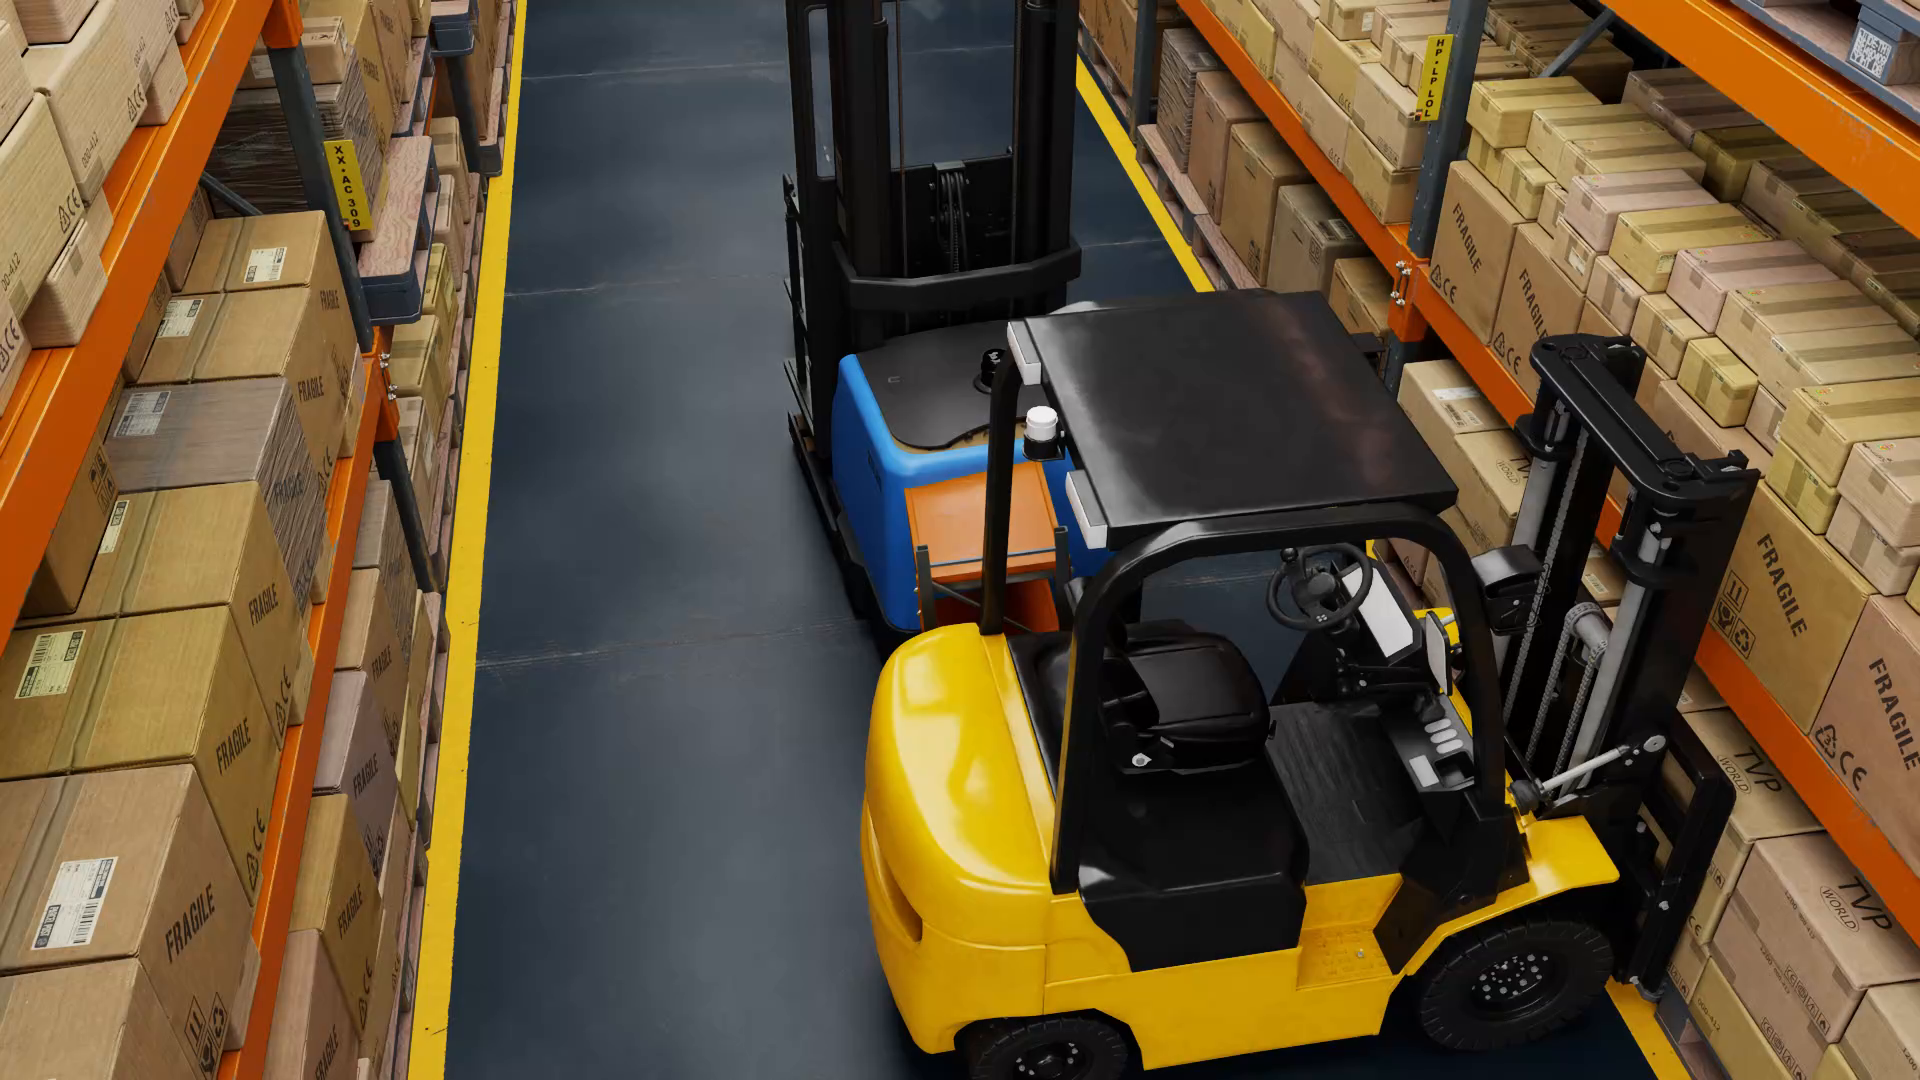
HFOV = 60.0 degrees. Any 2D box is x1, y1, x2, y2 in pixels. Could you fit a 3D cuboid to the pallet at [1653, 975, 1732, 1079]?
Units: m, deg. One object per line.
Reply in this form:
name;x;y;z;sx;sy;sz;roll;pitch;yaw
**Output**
pallet;2.800;1.727;4.855;1.003;0.211;1.213;-6;38;-8

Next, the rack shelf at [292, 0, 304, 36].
rack shelf;-2.963;-2.905;6.686;1.077;0.370;4.000;-6;38;-8

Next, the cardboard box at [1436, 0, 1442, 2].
cardboard box;2.301;-2.488;7.397;0.380;0.149;0.250;-6;38;-8

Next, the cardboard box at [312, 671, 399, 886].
cardboard box;-2.063;0.771;5.101;0.500;0.500;0.500;-4;38;-6

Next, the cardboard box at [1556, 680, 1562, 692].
cardboard box;2.310;0.629;5.487;0.500;0.250;0.500;-6;38;-8

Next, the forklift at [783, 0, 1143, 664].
forklift;-0.172;-1.528;6.828;1.130;2.935;3.031;-10;39;-13

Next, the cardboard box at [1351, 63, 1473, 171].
cardboard box;1.936;-1.740;6.760;0.500;0.250;0.500;-7;38;-9

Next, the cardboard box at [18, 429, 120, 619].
cardboard box;-2.438;-0.137;3.843;0.700;0.500;0.500;-6;38;-8

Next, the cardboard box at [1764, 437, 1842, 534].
cardboard box;2.390;-0.164;4.406;0.380;0.149;0.250;-6;38;-8

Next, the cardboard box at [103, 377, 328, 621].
cardboard box;-2.097;-0.089;4.596;0.500;0.500;0.500;-5;38;-7

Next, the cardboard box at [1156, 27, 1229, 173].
cardboard box;1.669;-2.599;9.744;0.875;0.625;0.625;-5;38;-7

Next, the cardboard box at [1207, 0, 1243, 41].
cardboard box;1.590;-2.781;8.507;0.500;0.250;0.500;-7;38;-9

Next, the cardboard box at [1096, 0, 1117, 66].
cardboard box;1.210;-3.463;10.958;0.500;0.500;0.500;-7;38;-9

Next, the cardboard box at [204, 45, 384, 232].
cardboard box;-2.412;-1.434;5.984;0.500;0.500;0.500;-5;38;-7

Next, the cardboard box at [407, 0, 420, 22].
cardboard box;-2.769;-2.675;7.582;0.500;0.500;0.500;-9;39;-11

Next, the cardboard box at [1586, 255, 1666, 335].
cardboard box;2.206;-0.782;5.201;0.380;0.149;0.250;-7;38;-8

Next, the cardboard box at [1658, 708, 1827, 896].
cardboard box;2.394;0.752;4.921;0.500;0.250;0.500;-6;38;-7

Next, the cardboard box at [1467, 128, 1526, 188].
cardboard box;2.071;-1.408;6.007;0.380;0.149;0.250;-7;38;-9

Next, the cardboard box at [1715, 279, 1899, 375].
cardboard box;2.403;-0.603;4.729;0.380;0.149;0.250;-6;38;-8

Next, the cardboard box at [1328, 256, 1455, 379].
cardboard box;2.172;-0.875;7.525;0.875;0.625;0.625;-5;38;-6

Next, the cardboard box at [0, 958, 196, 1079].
cardboard box;-1.721;1.146;3.006;0.500;0.500;0.500;-7;38;-9

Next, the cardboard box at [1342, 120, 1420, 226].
cardboard box;1.928;-1.550;6.922;0.500;0.250;0.500;-5;38;-7

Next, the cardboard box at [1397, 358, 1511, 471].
cardboard box;2.050;-0.482;6.509;0.500;0.250;0.500;-7;38;-9

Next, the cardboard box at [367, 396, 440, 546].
cardboard box;-2.706;-0.242;6.915;0.950;0.372;0.625;-6;38;-7

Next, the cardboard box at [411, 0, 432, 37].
cardboard box;-2.719;-2.488;7.870;0.380;0.149;0.250;-6;38;-7

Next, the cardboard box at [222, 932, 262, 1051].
cardboard box;-1.791;1.013;3.706;0.380;0.149;0.250;-6;38;-7

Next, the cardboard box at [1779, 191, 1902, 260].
cardboard box;2.822;-0.968;5.198;0.380;0.149;0.250;-7;38;-9

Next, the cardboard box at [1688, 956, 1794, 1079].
cardboard box;2.504;1.452;4.835;0.500;0.250;0.500;-6;38;-8

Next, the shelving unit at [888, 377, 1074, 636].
shelving unit;0.083;0.123;6.143;0.538;1.125;1.048;-8;39;-3

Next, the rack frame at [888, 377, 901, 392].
rack frame;0.023;-0.188;6.540;0.500;1.125;0.032;-8;39;-3

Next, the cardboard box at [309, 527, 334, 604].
cardboard box;-2.074;0.077;4.911;0.380;0.149;0.250;-7;38;-9

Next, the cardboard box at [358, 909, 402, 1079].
cardboard box;-1.970;1.385;4.921;0.500;0.250;0.500;-4;38;-5

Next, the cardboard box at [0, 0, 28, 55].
cardboard box;-2.008;-0.940;3.125;0.380;0.149;0.250;-5;38;-7

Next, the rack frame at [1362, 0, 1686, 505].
rack frame;2.274;-1.333;6.521;1.000;3.000;0.127;-6;38;-8

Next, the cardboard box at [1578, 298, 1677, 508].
cardboard box;2.292;-0.458;5.313;0.500;0.500;0.500;-7;38;-8

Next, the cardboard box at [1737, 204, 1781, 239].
cardboard box;2.783;-1.002;5.484;0.380;0.149;0.250;-6;38;-8

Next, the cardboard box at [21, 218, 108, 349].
cardboard box;-1.880;-0.481;3.185;0.380;0.149;0.250;-6;38;-7

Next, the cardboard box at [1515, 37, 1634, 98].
cardboard box;2.424;-1.864;6.594;0.380;0.149;0.250;-7;38;-9

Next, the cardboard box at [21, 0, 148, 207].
cardboard box;-2.001;-0.882;3.375;0.500;0.250;0.500;-5;38;-7

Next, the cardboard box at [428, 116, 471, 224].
cardboard box;-3.224;-1.999;9.177;0.950;0.372;0.625;-9;39;-11

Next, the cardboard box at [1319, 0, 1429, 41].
cardboard box;1.765;-2.263;7.108;0.380;0.149;0.250;-7;38;-9

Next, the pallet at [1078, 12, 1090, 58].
pallet;1.269;-3.838;12.018;1.003;0.211;1.213;-6;38;-8

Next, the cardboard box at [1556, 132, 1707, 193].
cardboard box;2.226;-1.220;5.523;0.380;0.149;0.250;-7;38;-9

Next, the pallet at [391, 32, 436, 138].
pallet;-2.926;-1.946;7.466;1.003;0.211;1.213;-6;38;-8

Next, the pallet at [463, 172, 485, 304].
pallet;-3.178;-1.640;9.188;1.003;0.211;1.213;-6;38;-8

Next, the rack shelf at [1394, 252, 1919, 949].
rack shelf;2.625;0.159;5.187;1.077;0.370;4.000;-6;38;-8

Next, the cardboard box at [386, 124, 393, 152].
cardboard box;-2.562;-1.706;6.863;0.380;0.149;0.250;-6;38;-7

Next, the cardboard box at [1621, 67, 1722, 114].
cardboard box;2.628;-1.586;5.994;0.380;0.149;0.250;-6;38;-8
